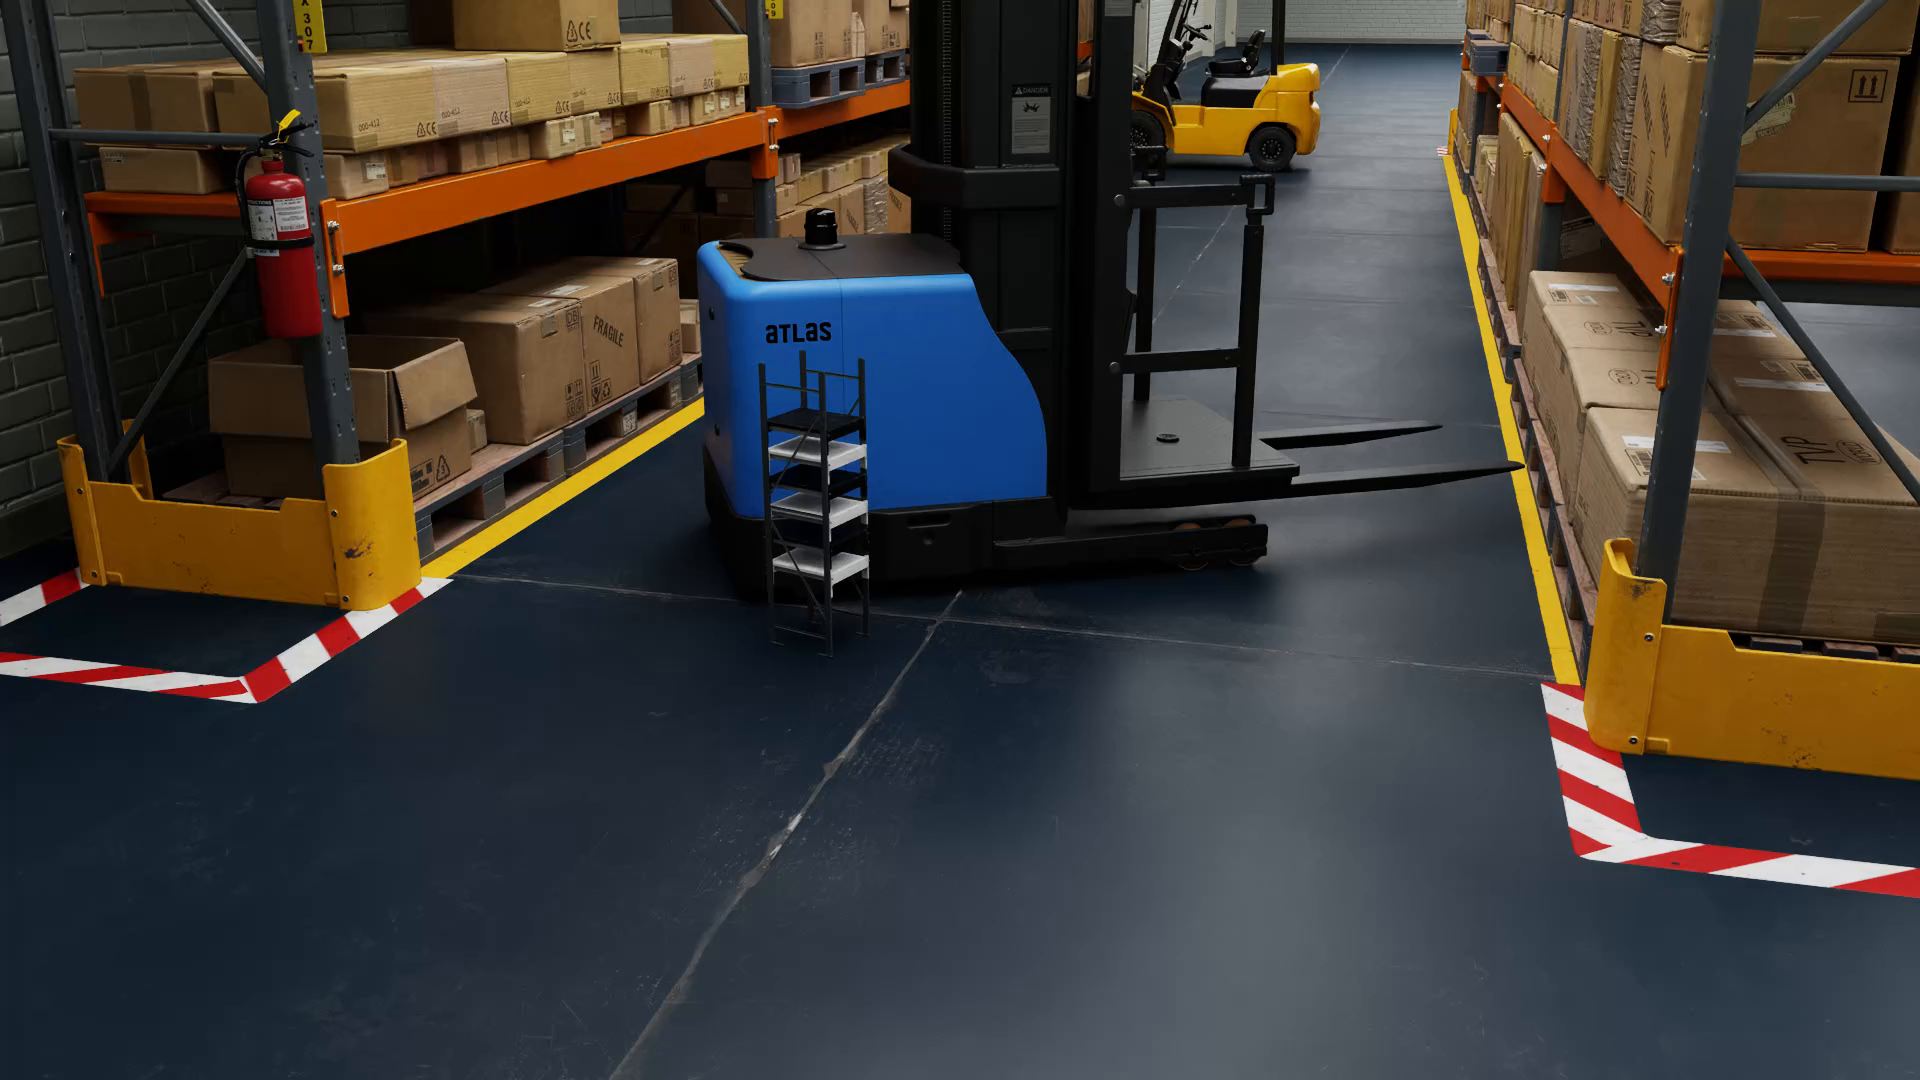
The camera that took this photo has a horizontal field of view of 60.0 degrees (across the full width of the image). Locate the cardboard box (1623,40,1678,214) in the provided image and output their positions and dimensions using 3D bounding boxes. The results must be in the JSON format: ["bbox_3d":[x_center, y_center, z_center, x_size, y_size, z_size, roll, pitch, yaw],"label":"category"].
[{"bbox_3d":[2.335,-1.240,5.022,0.500,0.500,0.500,4,19,12],"label":"cardboard box"}]

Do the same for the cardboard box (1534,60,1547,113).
[{"bbox_3d":[3.304,-2.367,8.709,0.500,0.250,0.500,4,19,13],"label":"cardboard box"}]

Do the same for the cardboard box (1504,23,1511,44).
[{"bbox_3d":[4.138,-3.663,12.009,0.380,0.149,0.250,5,19,14],"label":"cardboard box"}]

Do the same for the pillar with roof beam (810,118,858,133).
[{"bbox_3d":[3.096,-6.741,12.003,9.100,9.000,0.400,5,19,13],"label":"pillar with roof beam"}]

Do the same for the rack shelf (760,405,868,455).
[{"bbox_3d":[-0.443,-0.335,5.043,0.258,0.077,0.200,11,22,29],"label":"rack shelf"}]

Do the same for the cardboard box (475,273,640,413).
[{"bbox_3d":[-1.764,-0.878,7.335,0.500,0.500,0.500,5,19,14],"label":"cardboard box"}]

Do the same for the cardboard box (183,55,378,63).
[{"bbox_3d":[-2.496,-1.652,6.154,0.500,0.250,0.500,5,19,14],"label":"cardboard box"}]

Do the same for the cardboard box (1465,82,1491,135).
[{"bbox_3d":[5.275,-4.244,16.417,0.500,0.500,0.500,5,19,14],"label":"cardboard box"}]

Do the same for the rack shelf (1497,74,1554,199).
[{"bbox_3d":[3.802,-2.405,9.700,1.077,0.370,4.000,5,19,13],"label":"rack shelf"}]

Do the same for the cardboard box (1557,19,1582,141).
[{"bbox_3d":[2.945,-2.039,7.362,0.500,0.500,0.500,5,20,15],"label":"cardboard box"}]

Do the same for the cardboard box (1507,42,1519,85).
[{"bbox_3d":[3.927,-3.167,11.052,0.500,0.250,0.500,4,19,12],"label":"cardboard box"}]

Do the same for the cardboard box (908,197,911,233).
[{"bbox_3d":[-0.551,-2.473,12.005,0.500,0.500,0.500,4,19,13],"label":"cardboard box"}]

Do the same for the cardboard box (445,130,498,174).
[{"bbox_3d":[-1.963,-1.461,6.212,0.380,0.149,0.250,5,20,15],"label":"cardboard box"}]

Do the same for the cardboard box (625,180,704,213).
[{"bbox_3d":[-1.690,-1.970,9.528,0.380,0.149,0.250,4,19,11],"label":"cardboard box"}]

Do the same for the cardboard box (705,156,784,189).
[{"bbox_3d":[-1.214,-2.069,9.357,0.380,0.149,0.250,4,19,12],"label":"cardboard box"}]

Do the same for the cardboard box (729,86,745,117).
[{"bbox_3d":[-1.334,-2.270,8.582,0.380,0.149,0.250,5,19,14],"label":"cardboard box"}]

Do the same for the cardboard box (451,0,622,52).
[{"bbox_3d":[-1.740,-2.271,6.807,0.500,0.500,0.500,5,20,15],"label":"cardboard box"}]

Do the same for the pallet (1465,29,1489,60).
[{"bbox_3d":[4.940,-4.307,14.453,1.003,0.211,1.213,5,19,13],"label":"pallet"}]

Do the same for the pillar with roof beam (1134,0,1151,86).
[{"bbox_3d":[7.494,-12.383,28.520,9.100,9.000,0.400,5,19,13],"label":"pillar with roof beam"}]

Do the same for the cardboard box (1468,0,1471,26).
[{"bbox_3d":[5.737,-5.778,17.849,0.500,0.500,0.500,5,20,15],"label":"cardboard box"}]

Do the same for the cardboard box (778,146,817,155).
[{"bbox_3d":[-1.200,-2.618,11.425,0.380,0.149,0.250,4,19,12],"label":"cardboard box"}]

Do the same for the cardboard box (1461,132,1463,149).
[{"bbox_3d":[5.401,-4.056,17.027,0.500,0.250,0.500,5,19,14],"label":"cardboard box"}]

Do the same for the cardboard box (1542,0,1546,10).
[{"bbox_3d":[3.441,-3.119,8.976,0.500,0.500,0.500,5,20,15],"label":"cardboard box"}]

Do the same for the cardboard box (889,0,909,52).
[{"bbox_3d":[-0.743,-3.484,10.938,0.797,0.503,0.637,4,19,12],"label":"cardboard box"}]

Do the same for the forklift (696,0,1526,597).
[{"bbox_3d":[0.604,-1.438,5.863,3.031,2.935,1.130,-5,19,-14],"label":"forklift"}]

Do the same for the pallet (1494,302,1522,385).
[{"bbox_3d":[3.429,-1.046,8.924,1.003,0.211,1.213,5,19,13],"label":"pallet"}]

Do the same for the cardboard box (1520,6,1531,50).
[{"bbox_3d":[3.666,-3.081,10.026,0.500,0.250,0.500,5,19,13],"label":"cardboard box"}]

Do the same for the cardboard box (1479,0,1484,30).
[{"bbox_3d":[5.136,-4.973,15.490,0.500,0.500,0.500,4,19,12],"label":"cardboard box"}]

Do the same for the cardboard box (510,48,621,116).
[{"bbox_3d":[-1.758,-1.925,6.955,0.500,0.250,0.500,4,19,12],"label":"cardboard box"}]

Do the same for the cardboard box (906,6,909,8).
[{"bbox_3d":[-0.154,-4.046,12.851,0.500,0.250,0.500,5,19,13],"label":"cardboard box"}]

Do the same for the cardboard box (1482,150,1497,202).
[{"bbox_3d":[4.802,-2.973,13.665,0.950,0.372,0.625,5,20,15],"label":"cardboard box"}]

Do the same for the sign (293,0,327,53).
[{"bbox_3d":[-1.952,-1.622,4.957,0.100,0.325,0.005,5,19,13],"label":"sign"}]

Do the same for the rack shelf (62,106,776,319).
[{"bbox_3d":[-1.989,-1.542,7.173,1.077,0.370,4.000,5,19,13],"label":"rack shelf"}]

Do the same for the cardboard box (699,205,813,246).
[{"bbox_3d":[-1.164,-1.659,9.620,0.500,0.500,0.500,6,20,16],"label":"cardboard box"}]

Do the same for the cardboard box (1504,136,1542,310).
[{"bbox_3d":[3.601,-1.796,9.442,0.875,0.875,0.875,5,20,15],"label":"cardboard box"}]

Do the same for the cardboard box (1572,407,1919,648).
[{"bbox_3d":[2.401,-0.065,5.053,0.875,0.438,0.875,4,19,12],"label":"cardboard box"}]

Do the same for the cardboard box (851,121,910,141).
[{"bbox_3d":[-0.358,-3.032,13.448,0.875,0.625,0.625,5,20,15],"label":"cardboard box"}]

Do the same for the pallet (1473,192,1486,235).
[{"bbox_3d":[4.783,-2.678,13.702,1.003,0.211,1.213,5,19,13],"label":"pallet"}]

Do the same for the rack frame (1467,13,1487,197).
[{"bbox_3d":[5.268,-4.626,15.089,1.000,3.000,0.127,5,19,13],"label":"rack frame"}]

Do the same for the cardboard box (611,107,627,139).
[{"bbox_3d":[-1.713,-1.869,7.408,0.380,0.149,0.250,5,19,14],"label":"cardboard box"}]

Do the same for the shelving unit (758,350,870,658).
[{"bbox_3d":[-0.443,-0.111,5.119,0.258,0.900,0.210,11,22,29],"label":"shelving unit"}]

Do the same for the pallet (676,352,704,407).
[{"bbox_3d":[-1.669,-0.974,8.713,1.003,0.211,1.213,5,19,13],"label":"pallet"}]

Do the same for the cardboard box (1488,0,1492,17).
[{"bbox_3d":[4.505,-4.415,13.209,0.500,0.500,0.500,4,19,11],"label":"cardboard box"}]

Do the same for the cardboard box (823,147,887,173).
[{"bbox_3d":[-0.711,-2.586,11.333,0.380,0.149,0.250,4,19,13],"label":"cardboard box"}]

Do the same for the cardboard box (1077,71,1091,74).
[{"bbox_3d":[1.257,-4.994,18.226,0.500,0.250,0.500,4,19,12],"label":"cardboard box"}]

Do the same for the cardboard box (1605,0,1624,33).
[{"bbox_3d":[2.571,-2.033,5.798,0.500,0.500,0.500,5,19,13],"label":"cardboard box"}]

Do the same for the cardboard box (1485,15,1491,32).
[{"bbox_3d":[4.757,-4.480,14.401,0.380,0.149,0.250,5,20,14],"label":"cardboard box"}]

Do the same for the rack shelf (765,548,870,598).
[{"bbox_3d":[-0.443,0.091,5.188,0.258,0.077,0.200,11,22,29],"label":"rack shelf"}]

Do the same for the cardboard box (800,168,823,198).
[{"bbox_3d":[-1.057,-2.184,10.156,0.380,0.149,0.250,4,19,12],"label":"cardboard box"}]
